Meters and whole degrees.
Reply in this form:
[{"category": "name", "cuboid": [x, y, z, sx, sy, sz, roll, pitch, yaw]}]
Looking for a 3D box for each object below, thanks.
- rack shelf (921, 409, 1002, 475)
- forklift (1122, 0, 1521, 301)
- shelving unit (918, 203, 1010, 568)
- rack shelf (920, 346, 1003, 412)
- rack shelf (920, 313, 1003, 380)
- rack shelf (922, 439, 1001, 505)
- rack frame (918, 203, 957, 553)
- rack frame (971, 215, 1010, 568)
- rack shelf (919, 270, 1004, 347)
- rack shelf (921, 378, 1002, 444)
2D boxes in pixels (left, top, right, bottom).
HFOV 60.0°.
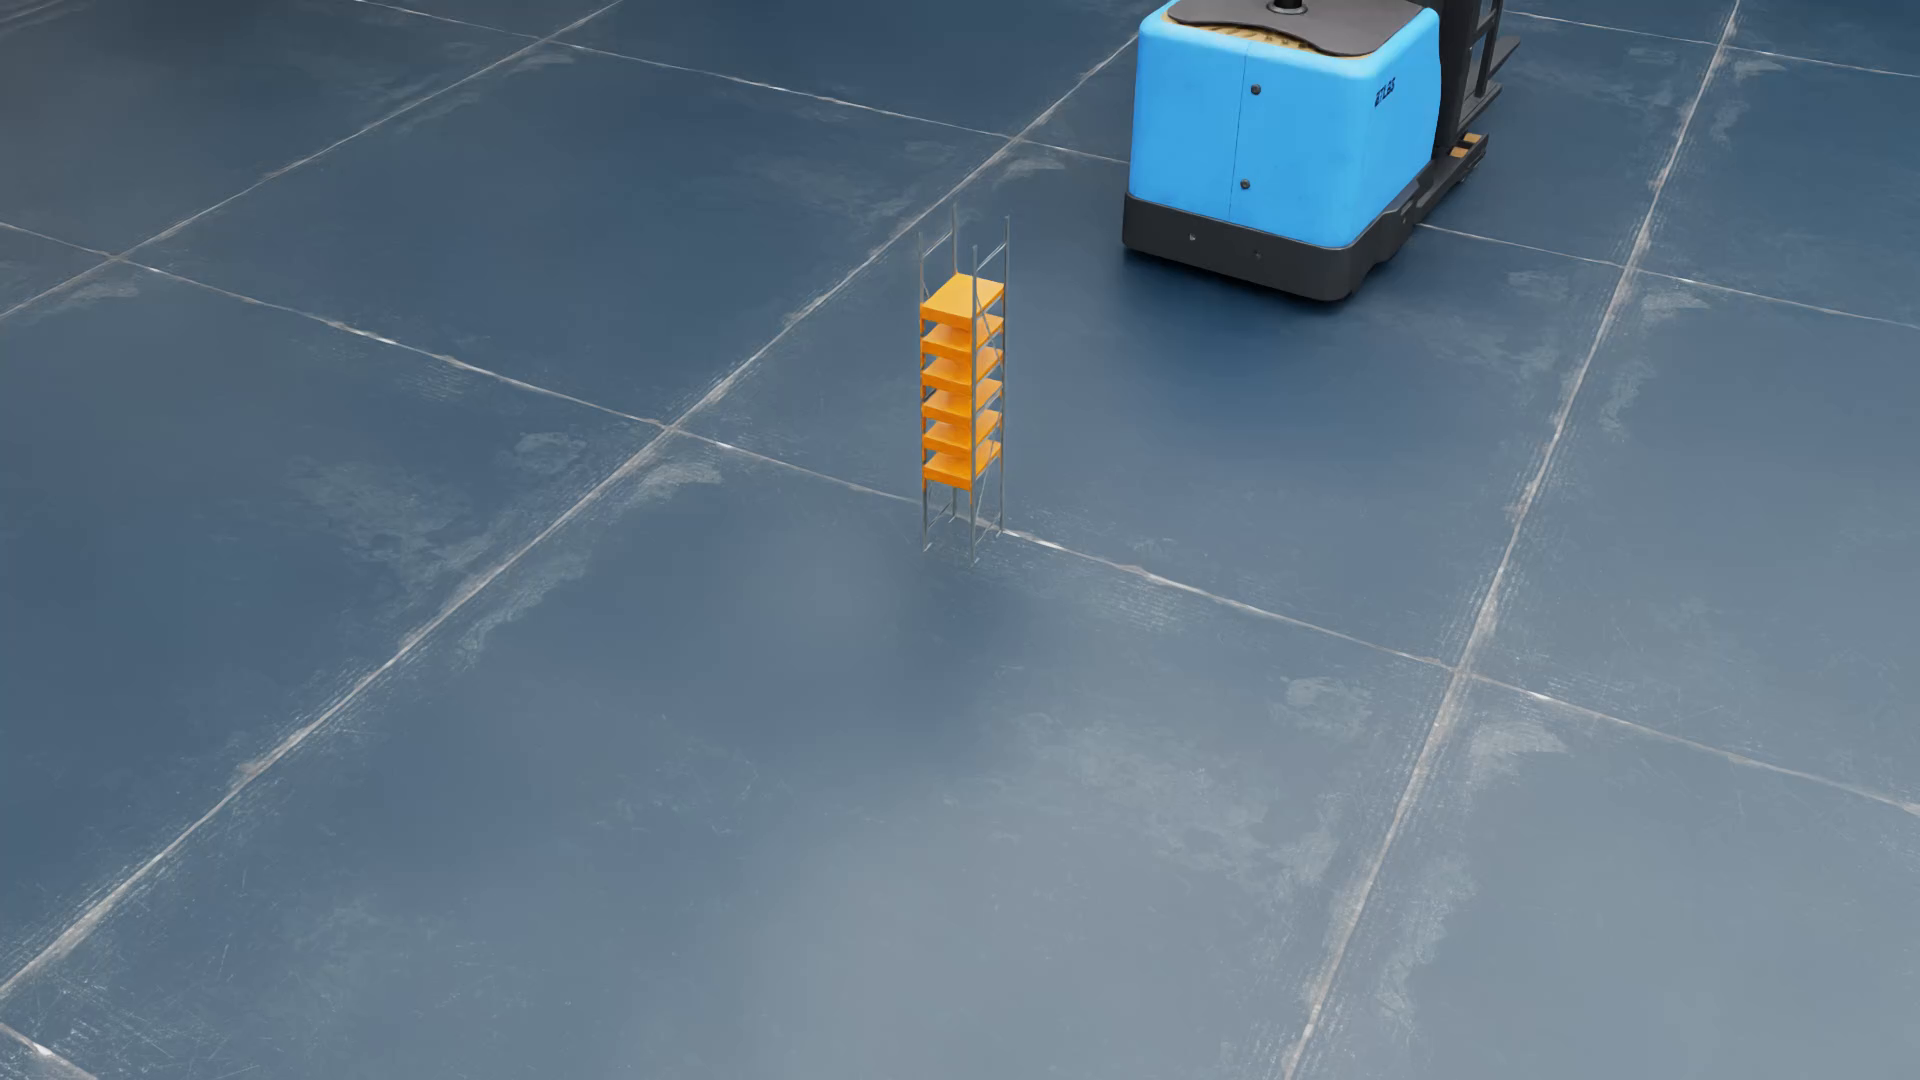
[{"category": "rack shelf", "cuboid": [0.013, -0.343, 5.481, 0.180, 0.103, 0.258, 17, 41, 21]}, {"category": "forklift", "cuboid": [1.927, -3.028, 7.315, 1.130, 2.935, 3.031, 21, 42, 25]}, {"category": "shelving unit", "cuboid": [0.013, -0.474, 5.382, 0.189, 1.200, 0.258, 17, 41, 21]}, {"category": "rack shelf", "cuboid": [0.013, -0.534, 5.336, 0.180, 0.103, 0.258, 17, 41, 21]}, {"category": "rack shelf", "cuboid": [0.013, -0.630, 5.264, 0.180, 0.103, 0.258, 17, 41, 21]}, {"category": "rack shelf", "cuboid": [0.013, -0.247, 5.554, 0.180, 0.103, 0.258, 17, 41, 21]}, {"category": "rack frame", "cuboid": [-0.068, -0.499, 5.415, 0.006, 1.200, 0.240, 17, 41, 21]}, {"category": "rack frame", "cuboid": [0.094, -0.448, 5.348, 0.006, 1.200, 0.240, 17, 41, 21]}, {"category": "rack shelf", "cuboid": [0.013, -0.725, 5.191, 0.180, 0.103, 0.258, 17, 41, 21]}, {"category": "rack shelf", "cuboid": [0.013, -0.438, 5.409, 0.180, 0.103, 0.258, 17, 41, 21]}]
